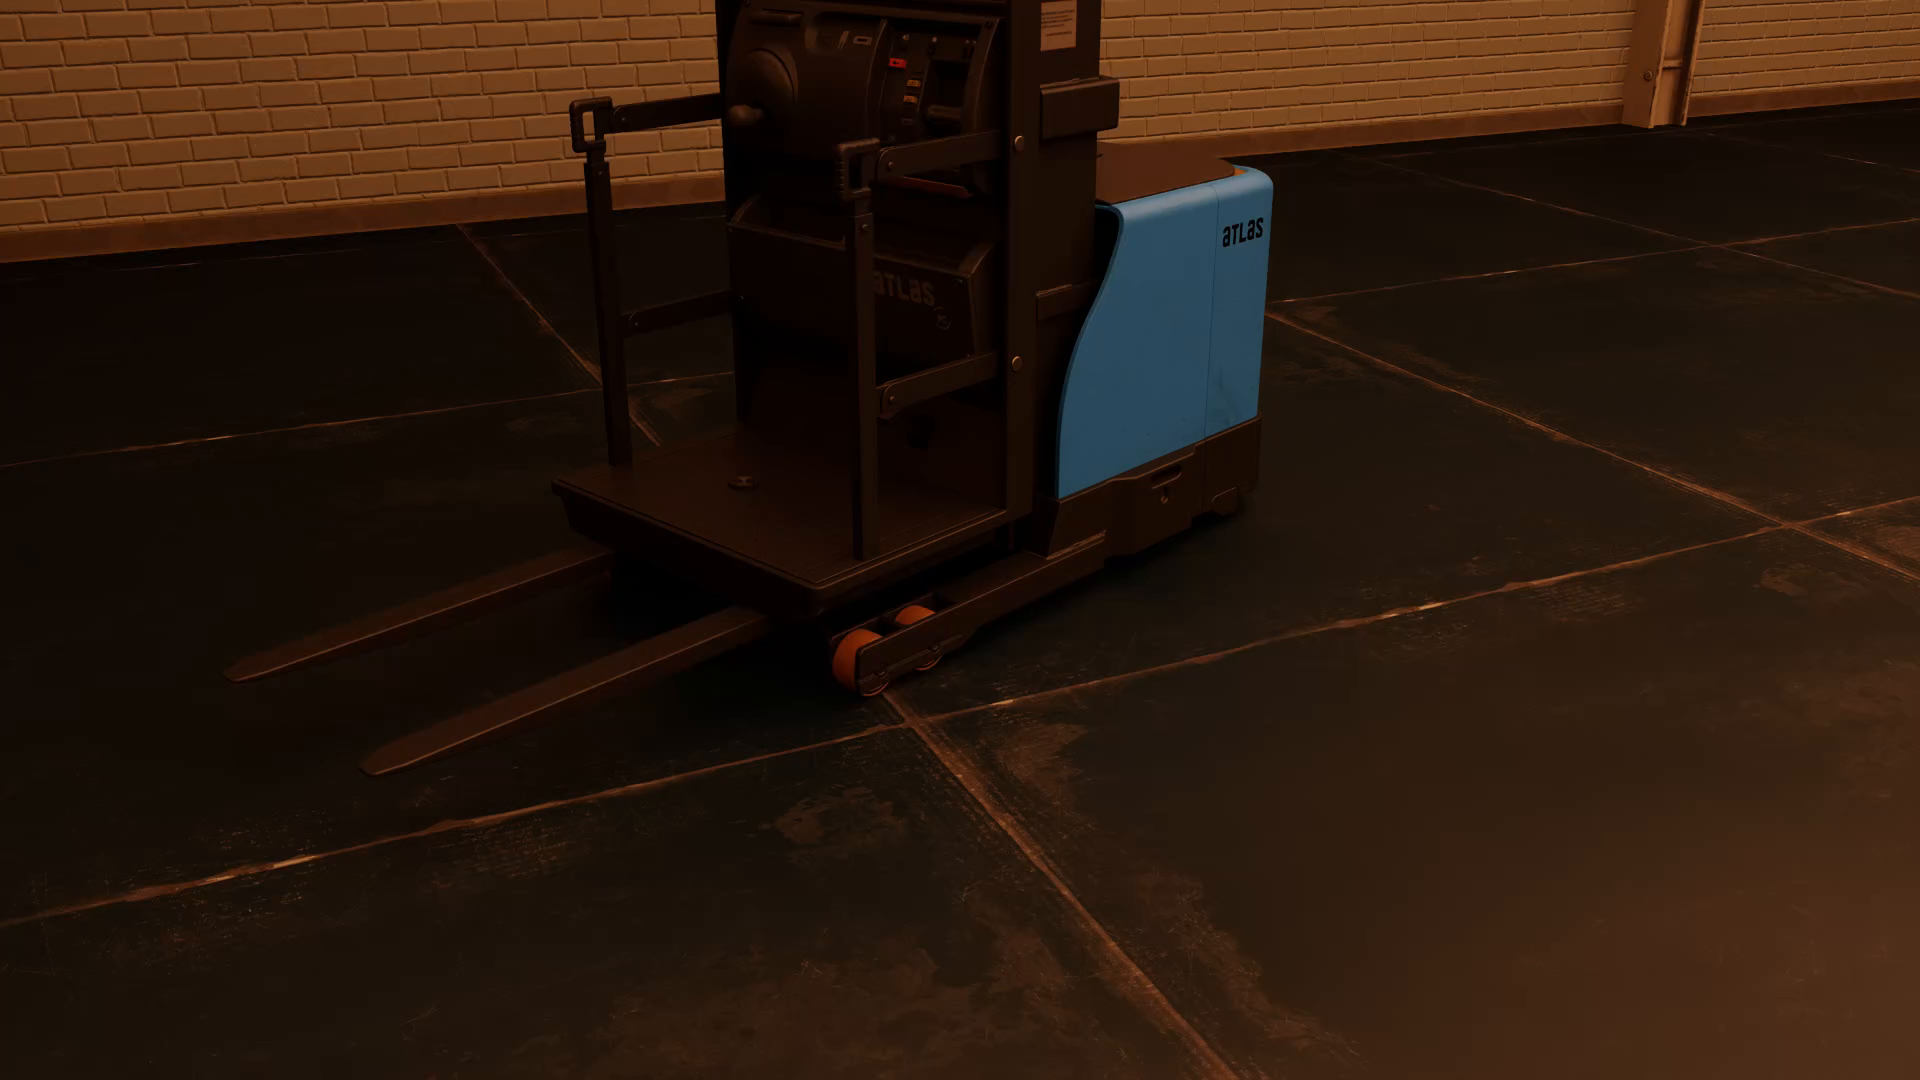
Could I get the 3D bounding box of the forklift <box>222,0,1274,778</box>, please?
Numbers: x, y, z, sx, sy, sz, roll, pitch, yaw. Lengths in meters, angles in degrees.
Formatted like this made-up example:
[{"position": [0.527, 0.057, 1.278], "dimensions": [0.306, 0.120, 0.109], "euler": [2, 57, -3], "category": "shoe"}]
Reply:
[{"position": [-0.413, -1.182, 4.131], "dimensions": [1.130, 2.935, 3.031], "euler": [19, 29, 39], "category": "forklift"}]
